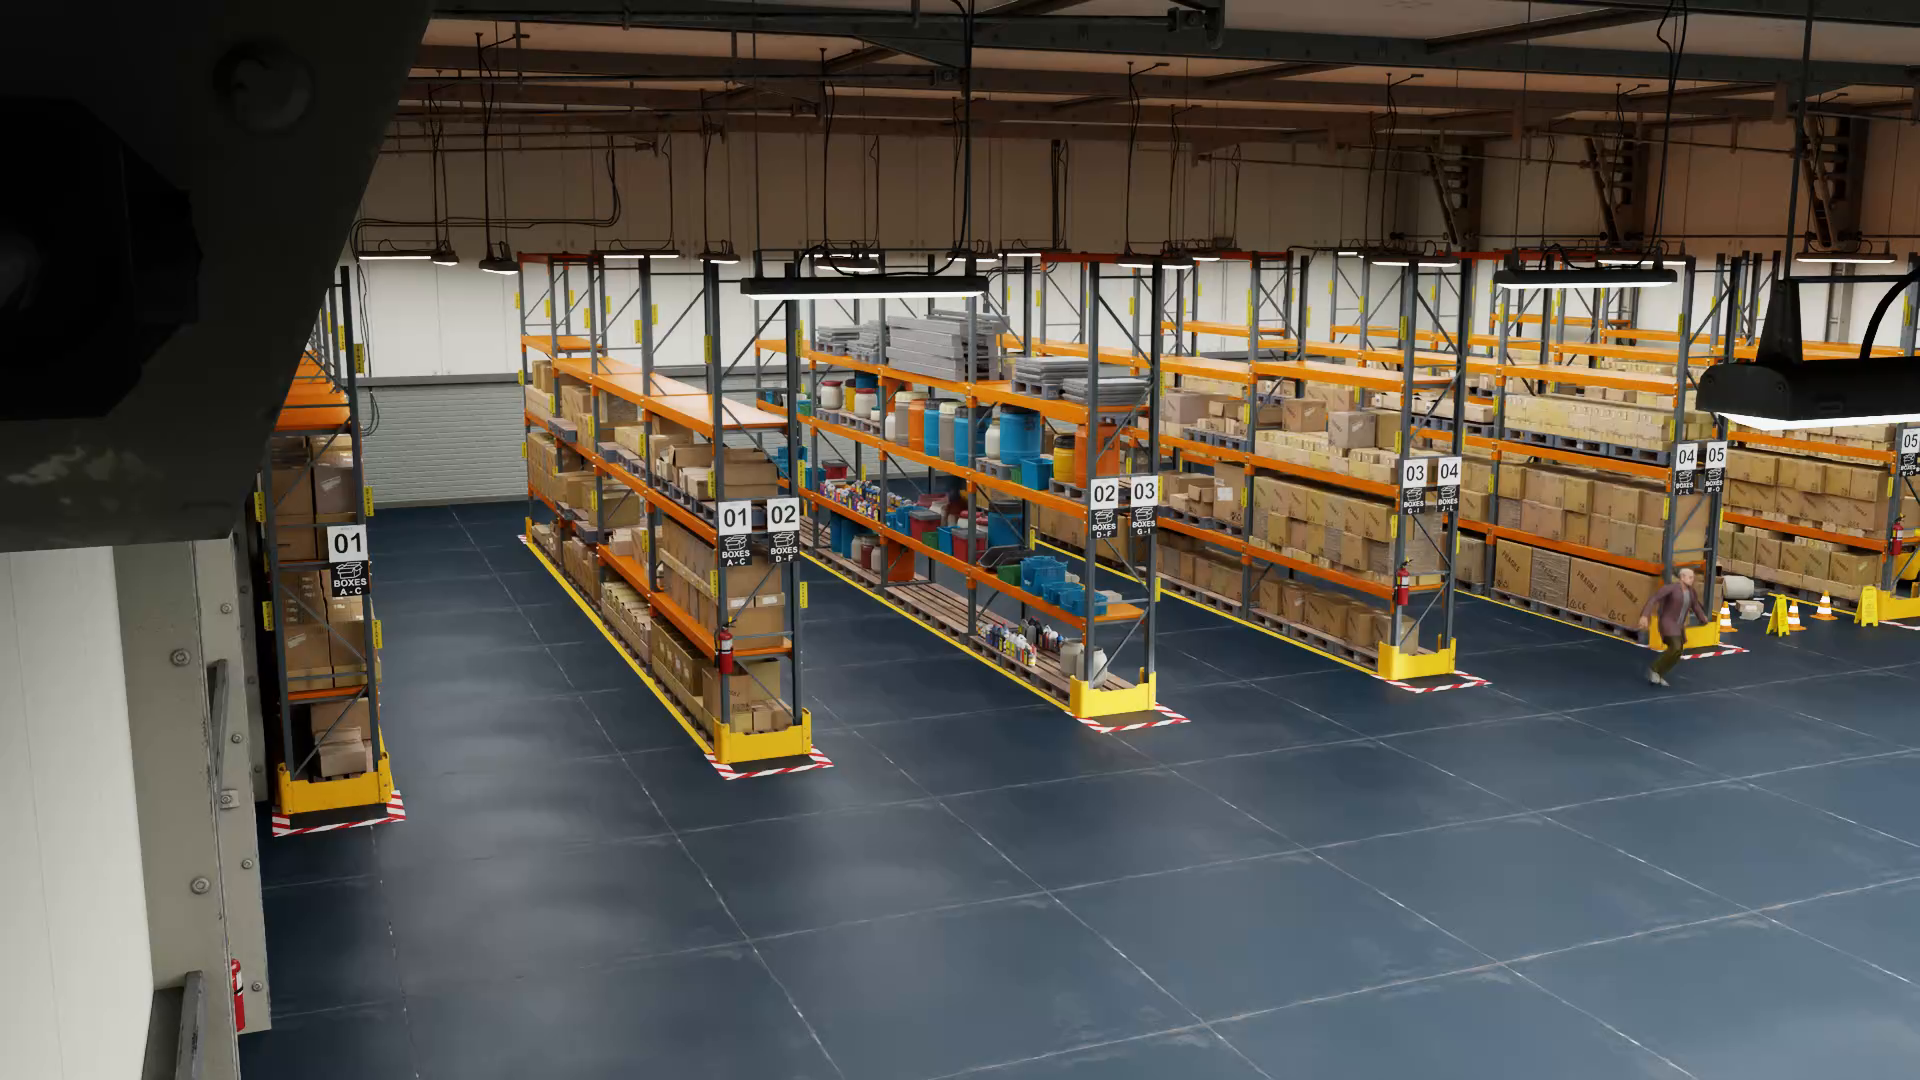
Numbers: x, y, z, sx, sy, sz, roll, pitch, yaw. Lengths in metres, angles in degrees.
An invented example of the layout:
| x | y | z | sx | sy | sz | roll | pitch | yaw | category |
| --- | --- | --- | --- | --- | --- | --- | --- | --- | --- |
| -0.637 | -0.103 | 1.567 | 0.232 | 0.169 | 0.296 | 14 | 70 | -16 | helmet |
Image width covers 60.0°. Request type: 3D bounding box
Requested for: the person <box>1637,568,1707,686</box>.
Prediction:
| x | y | z | sx | sy | sz | roll | pitch | yaw | category |
| --- | --- | --- | --- | --- | --- | --- | --- | --- | --- |
| 10.208 | 1.347 | 23.680 | 0.893 | 1.514 | 0.709 | -7 | 12 | -33 | person |

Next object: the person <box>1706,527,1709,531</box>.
| x | y | z | sx | sy | sz | roll | pitch | yaw | category |
| --- | --- | --- | --- | --- | --- | --- | --- | --- | --- |
| 15.386 | -0.694 | 34.102 | 0.739 | 1.769 | 0.872 | -6 | 12 | -30 | person |

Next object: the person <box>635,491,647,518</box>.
| x | y | z | sx | sy | sz | roll | pitch | yaw | category |
| --- | --- | --- | --- | --- | --- | --- | --- | --- | --- |
| -6.736 | -0.867 | 35.070 | 0.653 | 1.710 | 0.688 | -8 | 13 | -38 | person |
